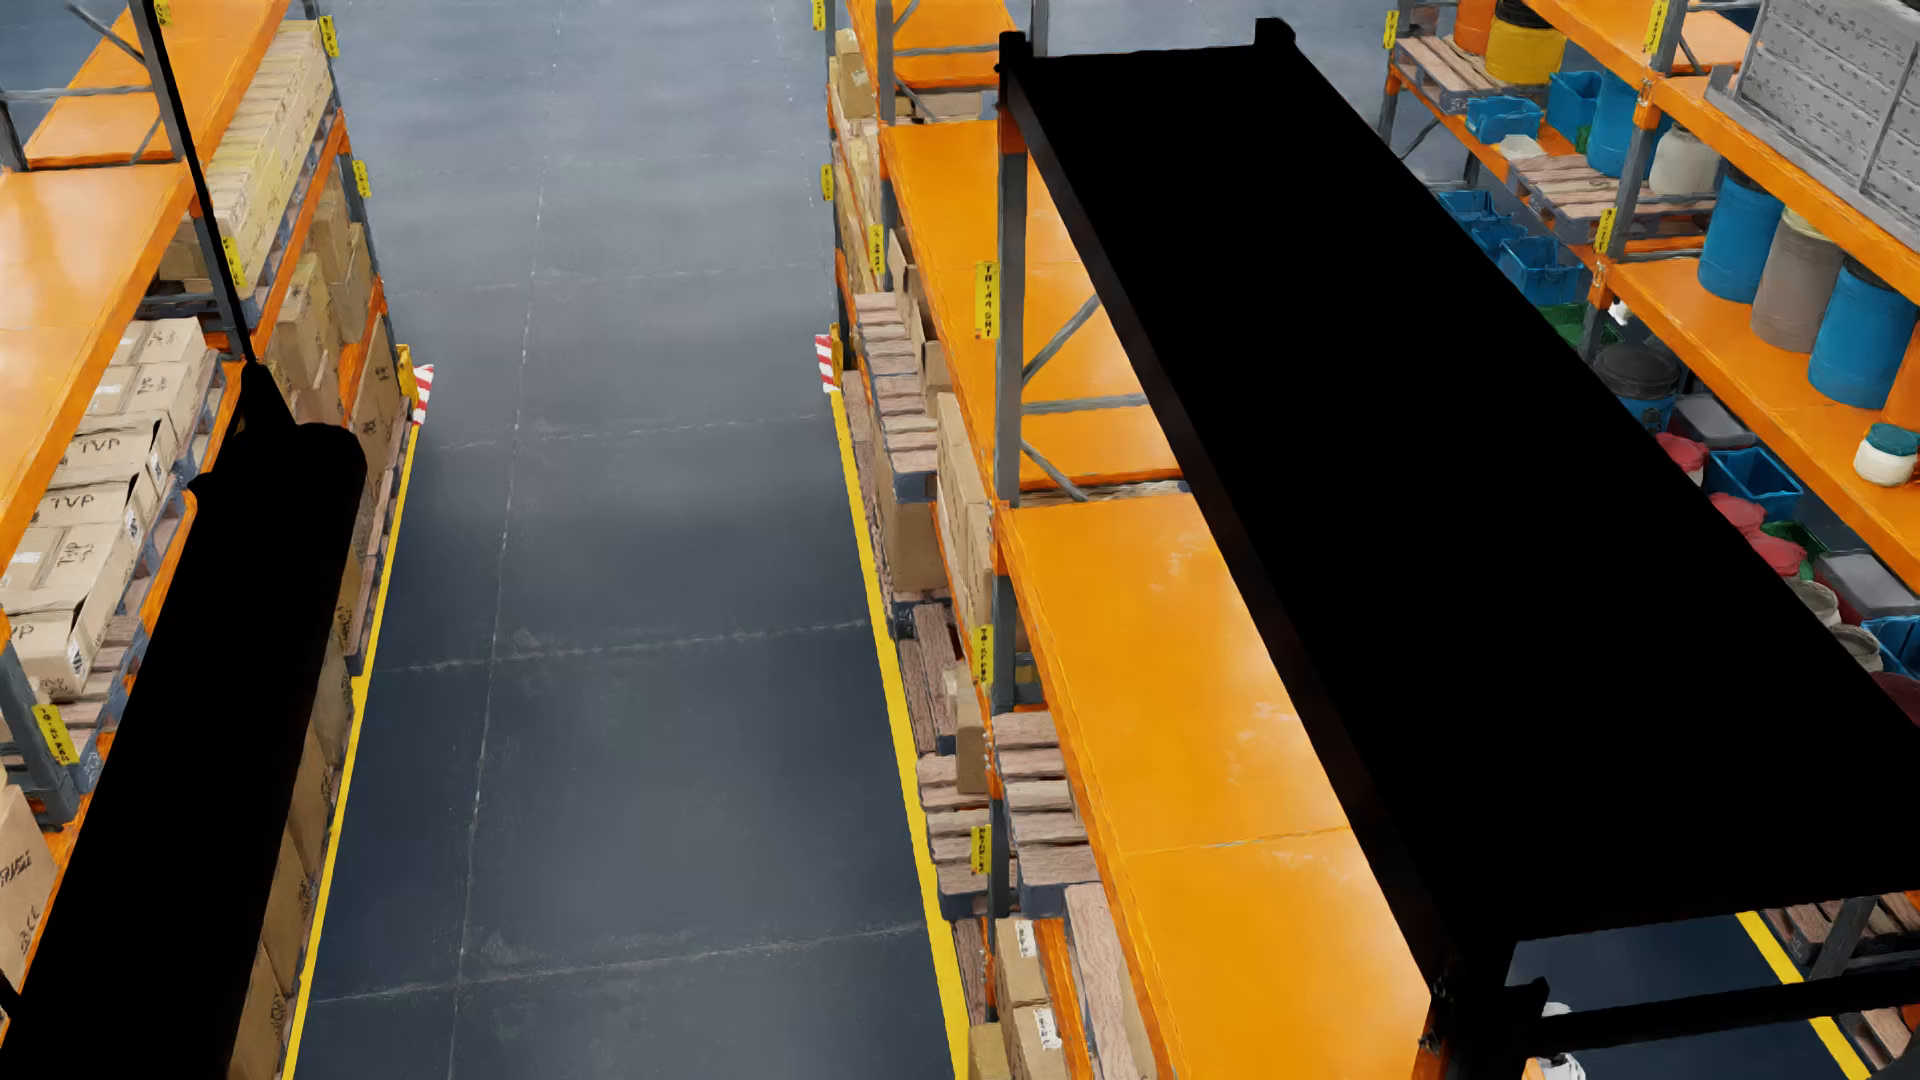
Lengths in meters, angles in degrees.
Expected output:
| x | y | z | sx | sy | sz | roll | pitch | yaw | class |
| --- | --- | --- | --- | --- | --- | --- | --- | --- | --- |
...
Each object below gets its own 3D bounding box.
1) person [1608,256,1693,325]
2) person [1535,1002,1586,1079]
| x | y | z | sx | sy | sz | roll | pitch | yaw | class |
| --- | --- | --- | --- | --- | --- | --- | --- | --- | --- |
| 6.710 | -2.658 | 15.693 | 0.444 | 1.604 | 1.013 | -10 | 38 | -14 | person |
| 2.741 | 2.897 | 8.128 | 0.452 | 1.623 | 0.999 | -6 | 37 | -8 | person |
